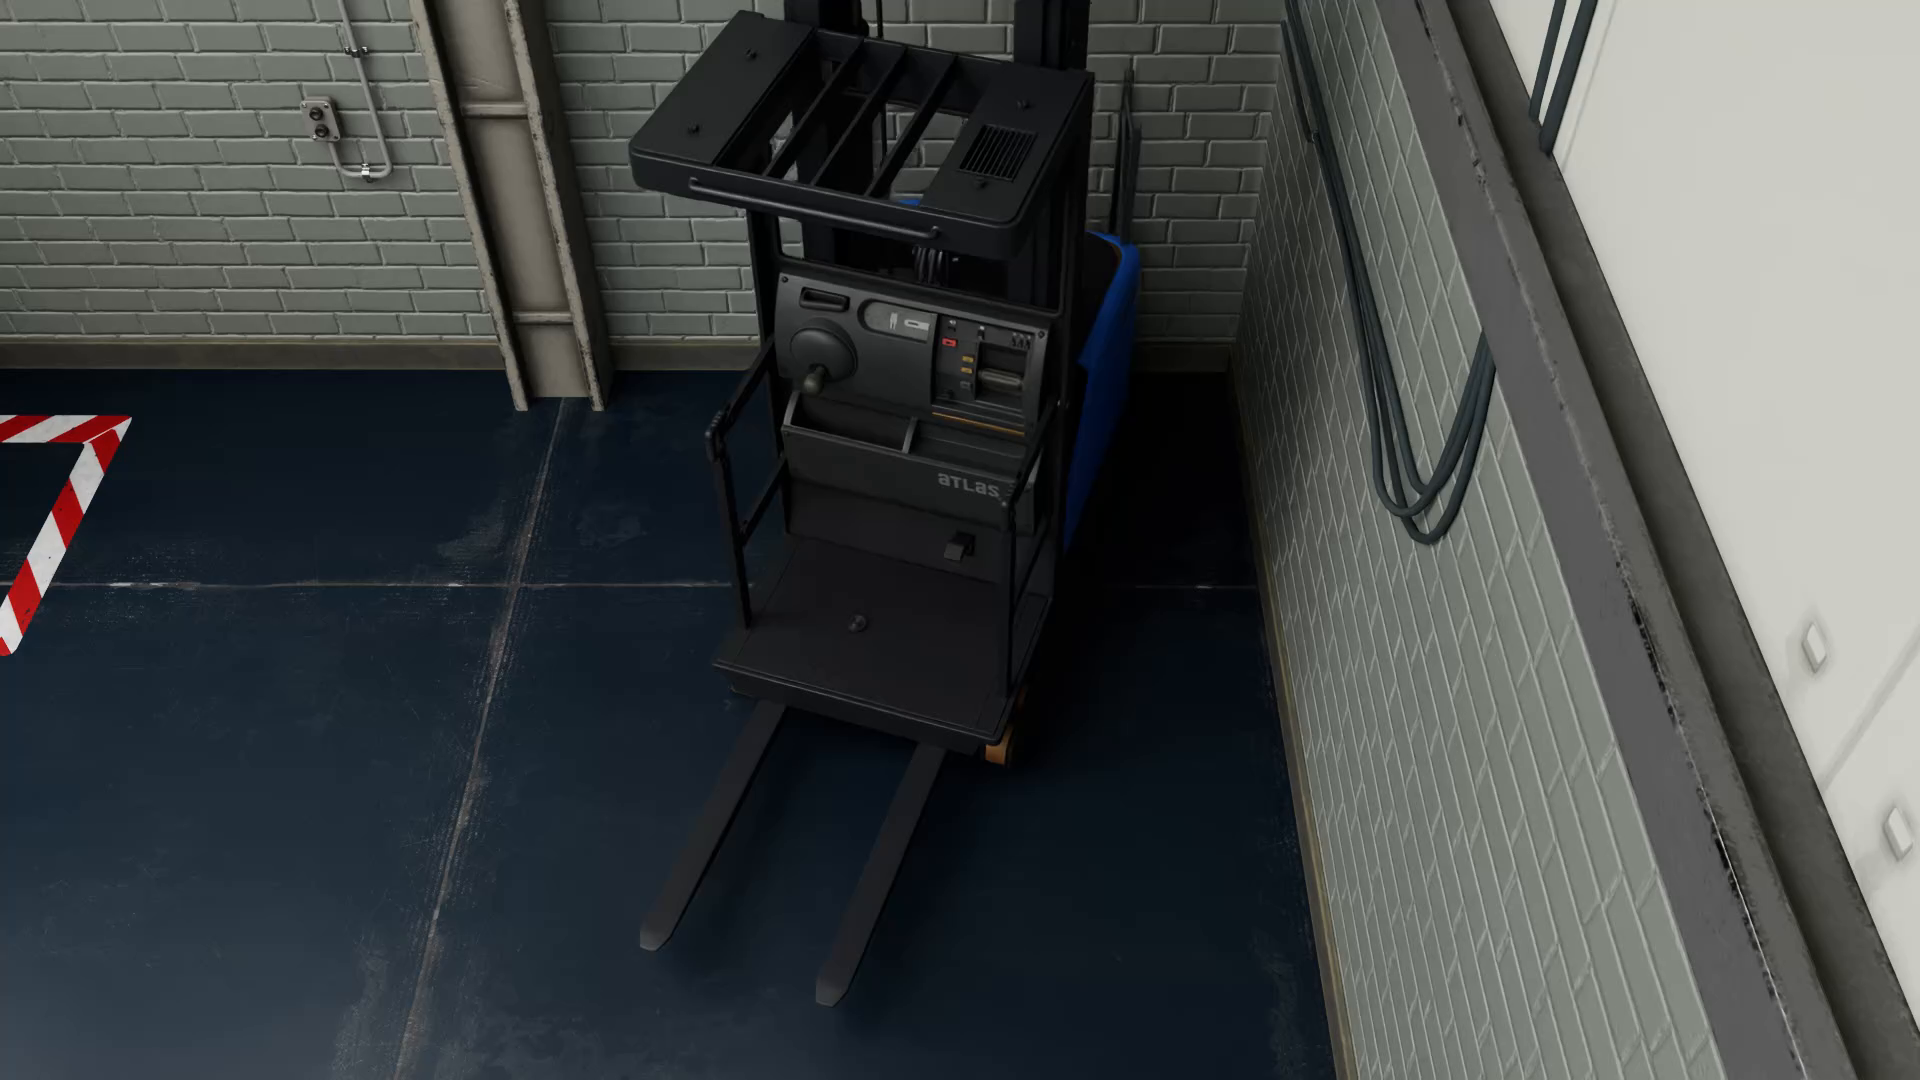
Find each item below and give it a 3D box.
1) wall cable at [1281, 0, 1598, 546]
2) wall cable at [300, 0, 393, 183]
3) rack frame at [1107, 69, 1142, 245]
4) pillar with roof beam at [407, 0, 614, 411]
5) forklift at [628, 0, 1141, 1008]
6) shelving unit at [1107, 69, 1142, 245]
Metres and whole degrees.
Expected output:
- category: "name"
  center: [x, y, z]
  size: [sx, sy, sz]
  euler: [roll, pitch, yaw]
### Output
- category: "wall cable"
  center: [1.182, -1.791, 4.472]
  size: [0.112, 2.526, 3.097]
  euler: [0, 47, 0]
- category: "wall cable"
  center: [-3.189, -2.117, 6.058]
  size: [1.851, 1.984, 0.084]
  euler: [0, 47, 0]
- category: "rack frame"
  center: [0.632, -1.124, 6.788]
  size: [0.032, 1.500, 0.500]
  euler: [1, 43, -1]
- category: "pillar with roof beam"
  center: [-1.785, -0.601, 1.242]
  size: [0.400, 9.000, 9.100]
  euler: [0, 47, 0]
- category: "forklift"
  center: [-0.232, -0.520, 5.312]
  size: [1.130, 2.935, 3.031]
  euler: [14, 49, 12]
- category: "shelving unit"
  center: [0.133, -1.134, 6.780]
  size: [1.083, 1.500, 0.587]
  euler: [1, 43, -1]
